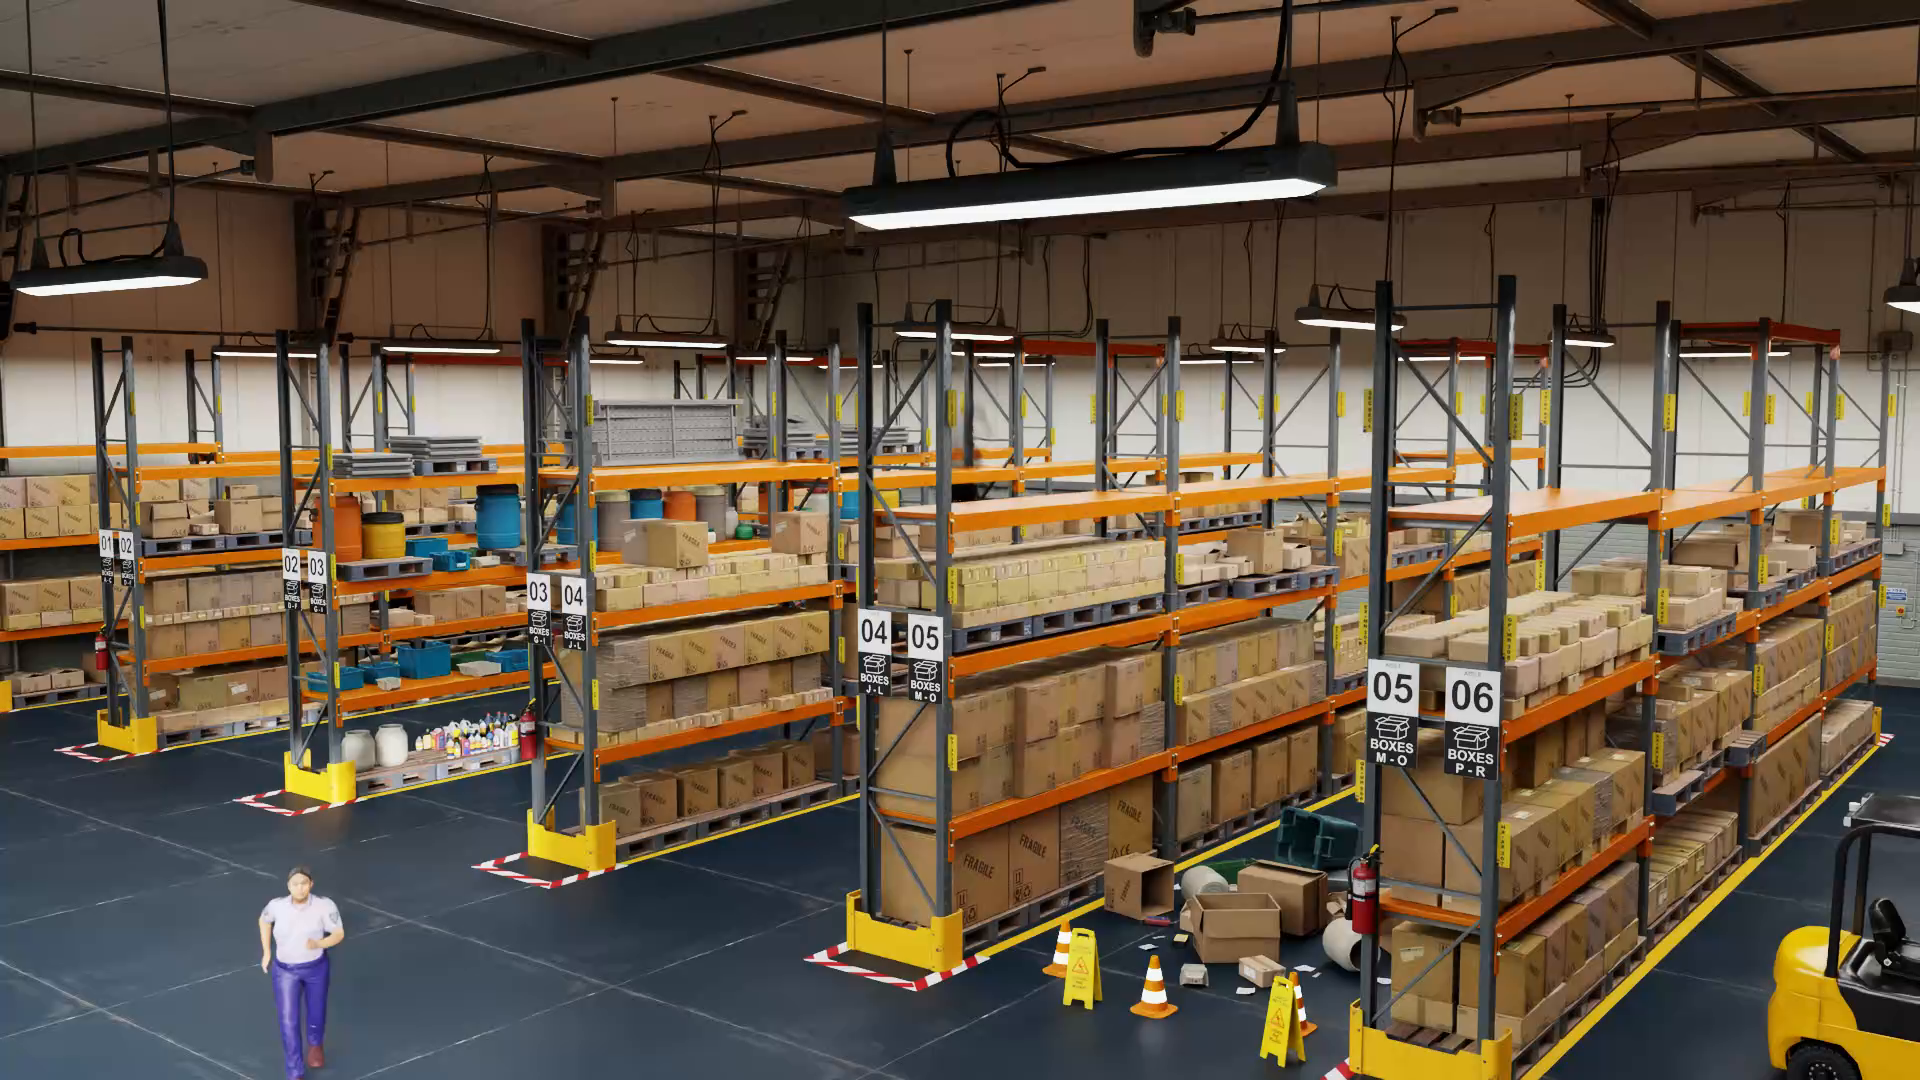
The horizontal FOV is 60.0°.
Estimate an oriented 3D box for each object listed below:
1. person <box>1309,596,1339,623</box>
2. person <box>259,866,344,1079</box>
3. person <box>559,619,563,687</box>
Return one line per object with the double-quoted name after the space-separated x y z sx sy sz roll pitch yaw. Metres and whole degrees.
6.544 1.777 29.911 0.606 1.624 0.588 1 5 9 "person"
-4.913 3.260 12.445 0.580 1.680 0.855 -2 5 -23 "person"
-6.291 2.012 26.859 0.653 1.652 0.571 4 7 42 "person"
